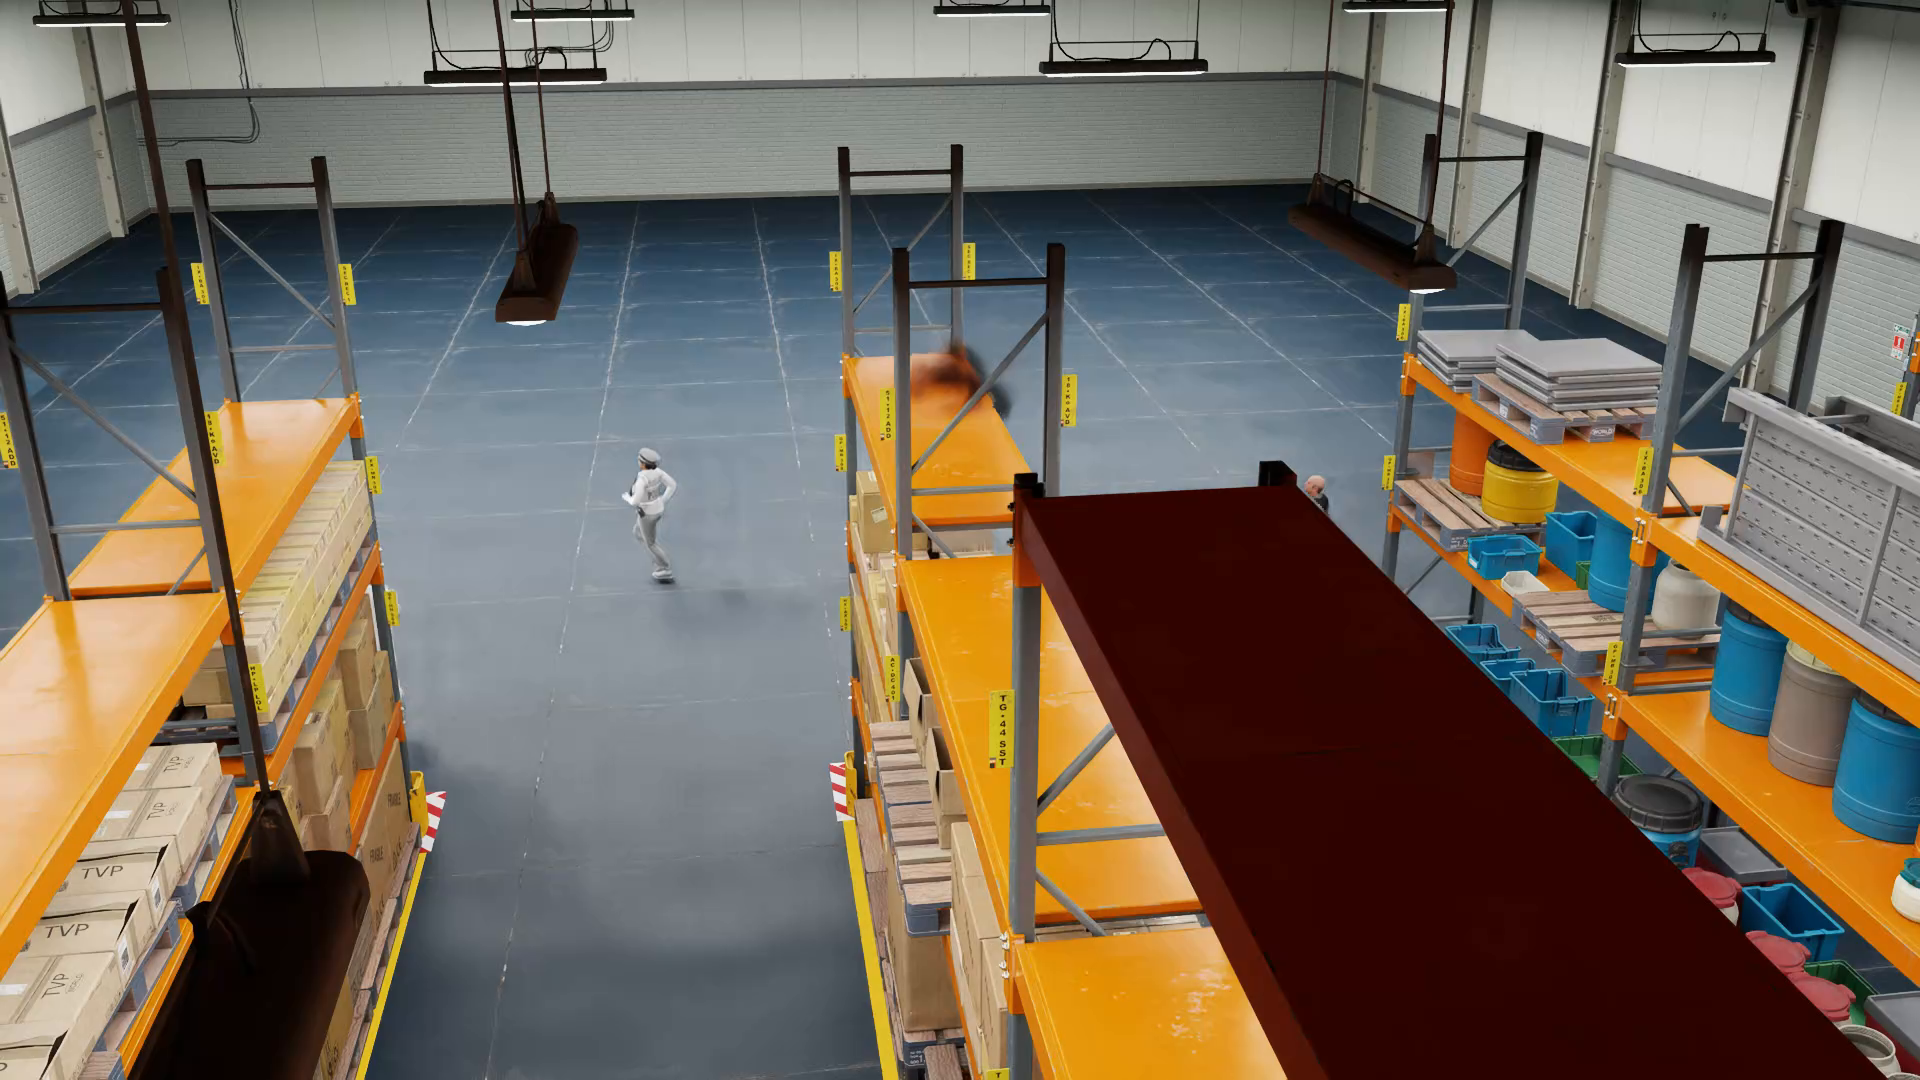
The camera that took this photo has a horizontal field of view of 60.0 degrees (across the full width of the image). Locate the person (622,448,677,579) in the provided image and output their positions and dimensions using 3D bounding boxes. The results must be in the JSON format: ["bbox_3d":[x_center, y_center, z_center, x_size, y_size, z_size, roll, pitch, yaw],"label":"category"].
[{"bbox_3d":[-3.793,-0.325,20.173,0.641,1.665,0.592,7,23,16],"label":"person"}]

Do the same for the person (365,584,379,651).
[{"bbox_3d":[-5.994,1.140,16.686,0.666,1.545,0.714,16,27,35],"label":"person"}]

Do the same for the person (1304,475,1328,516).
[{"bbox_3d":[4.086,0.054,19.258,0.628,1.686,0.660,7,23,16],"label":"person"}]
